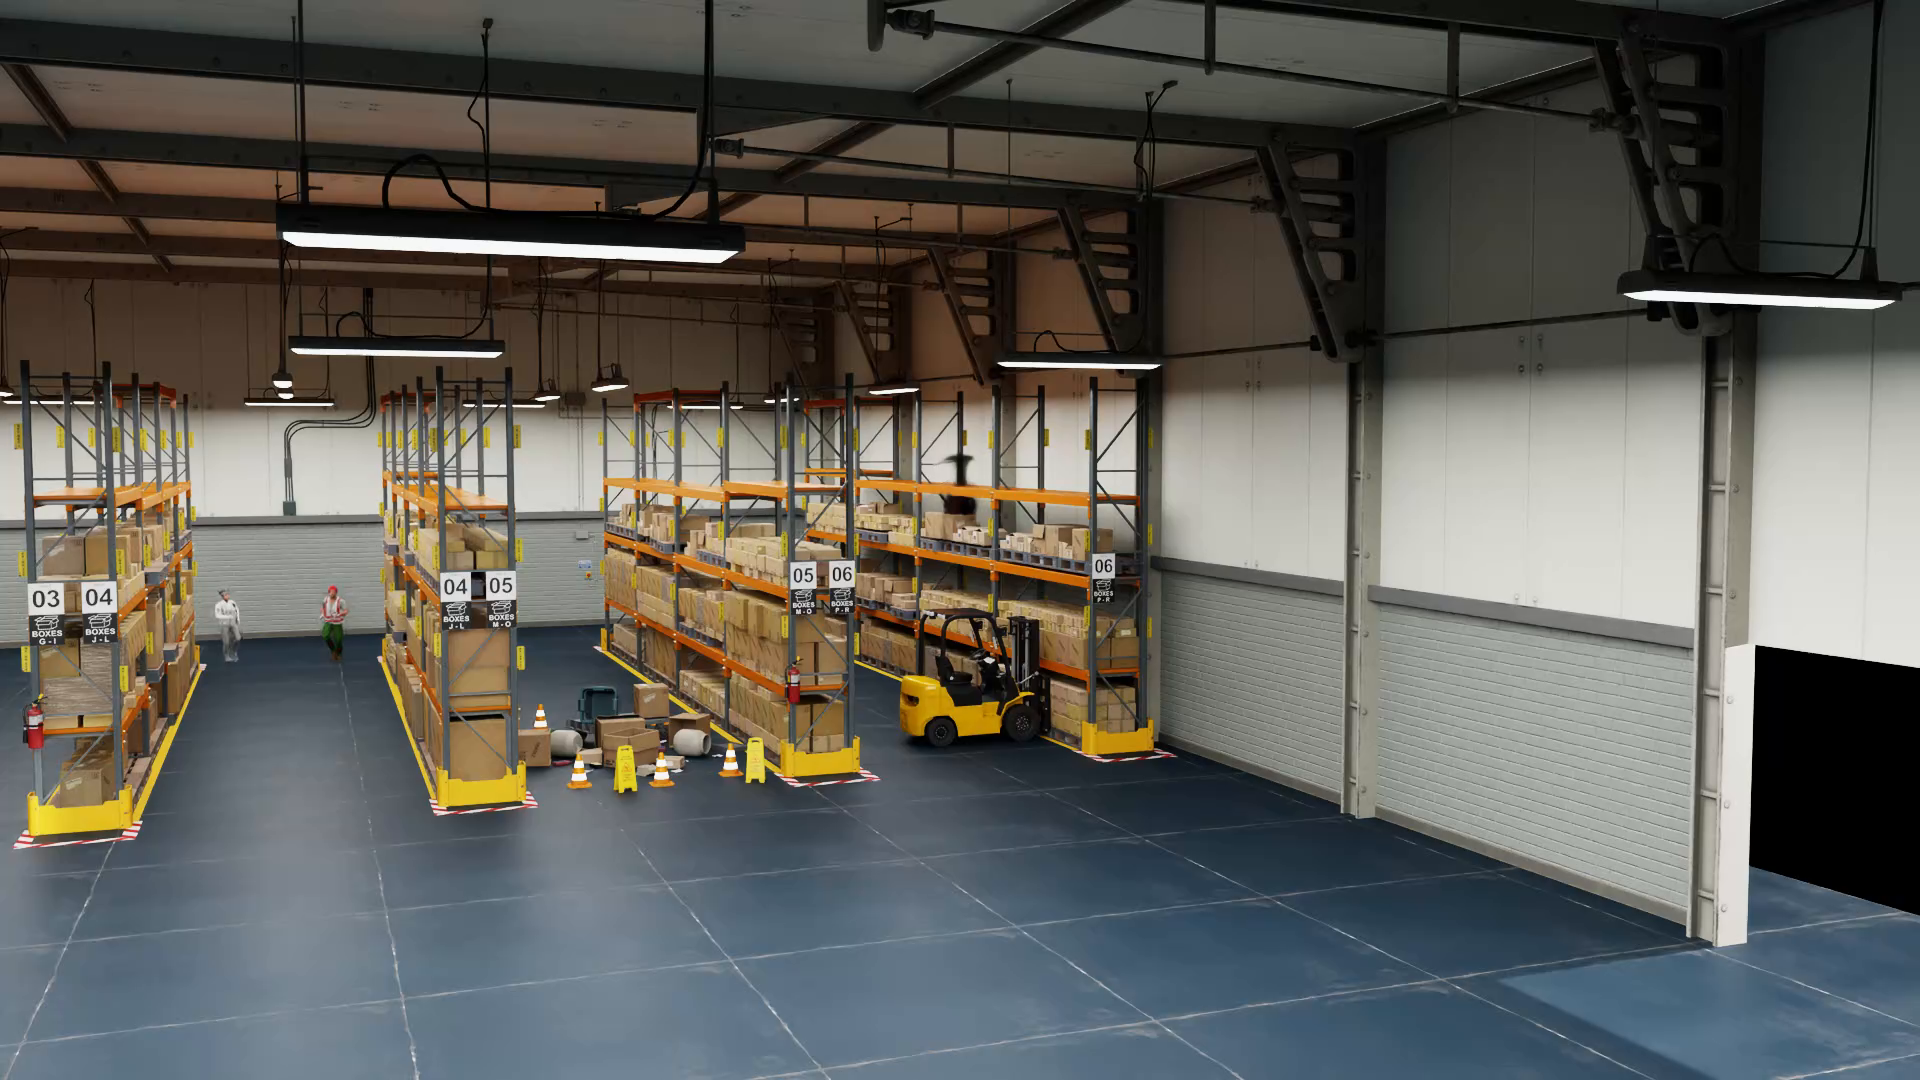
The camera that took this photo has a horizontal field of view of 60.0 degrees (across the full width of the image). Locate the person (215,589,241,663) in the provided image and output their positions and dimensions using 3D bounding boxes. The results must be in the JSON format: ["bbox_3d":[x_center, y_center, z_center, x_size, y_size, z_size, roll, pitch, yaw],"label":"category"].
[{"bbox_3d":[-16.415,1.921,37.321,0.577,1.683,0.613,-3,5,-41],"label":"person"}]

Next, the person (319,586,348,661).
[{"bbox_3d":[-14.153,1.874,37.580,0.679,1.713,0.762,0,3,-2],"label":"person"}]
